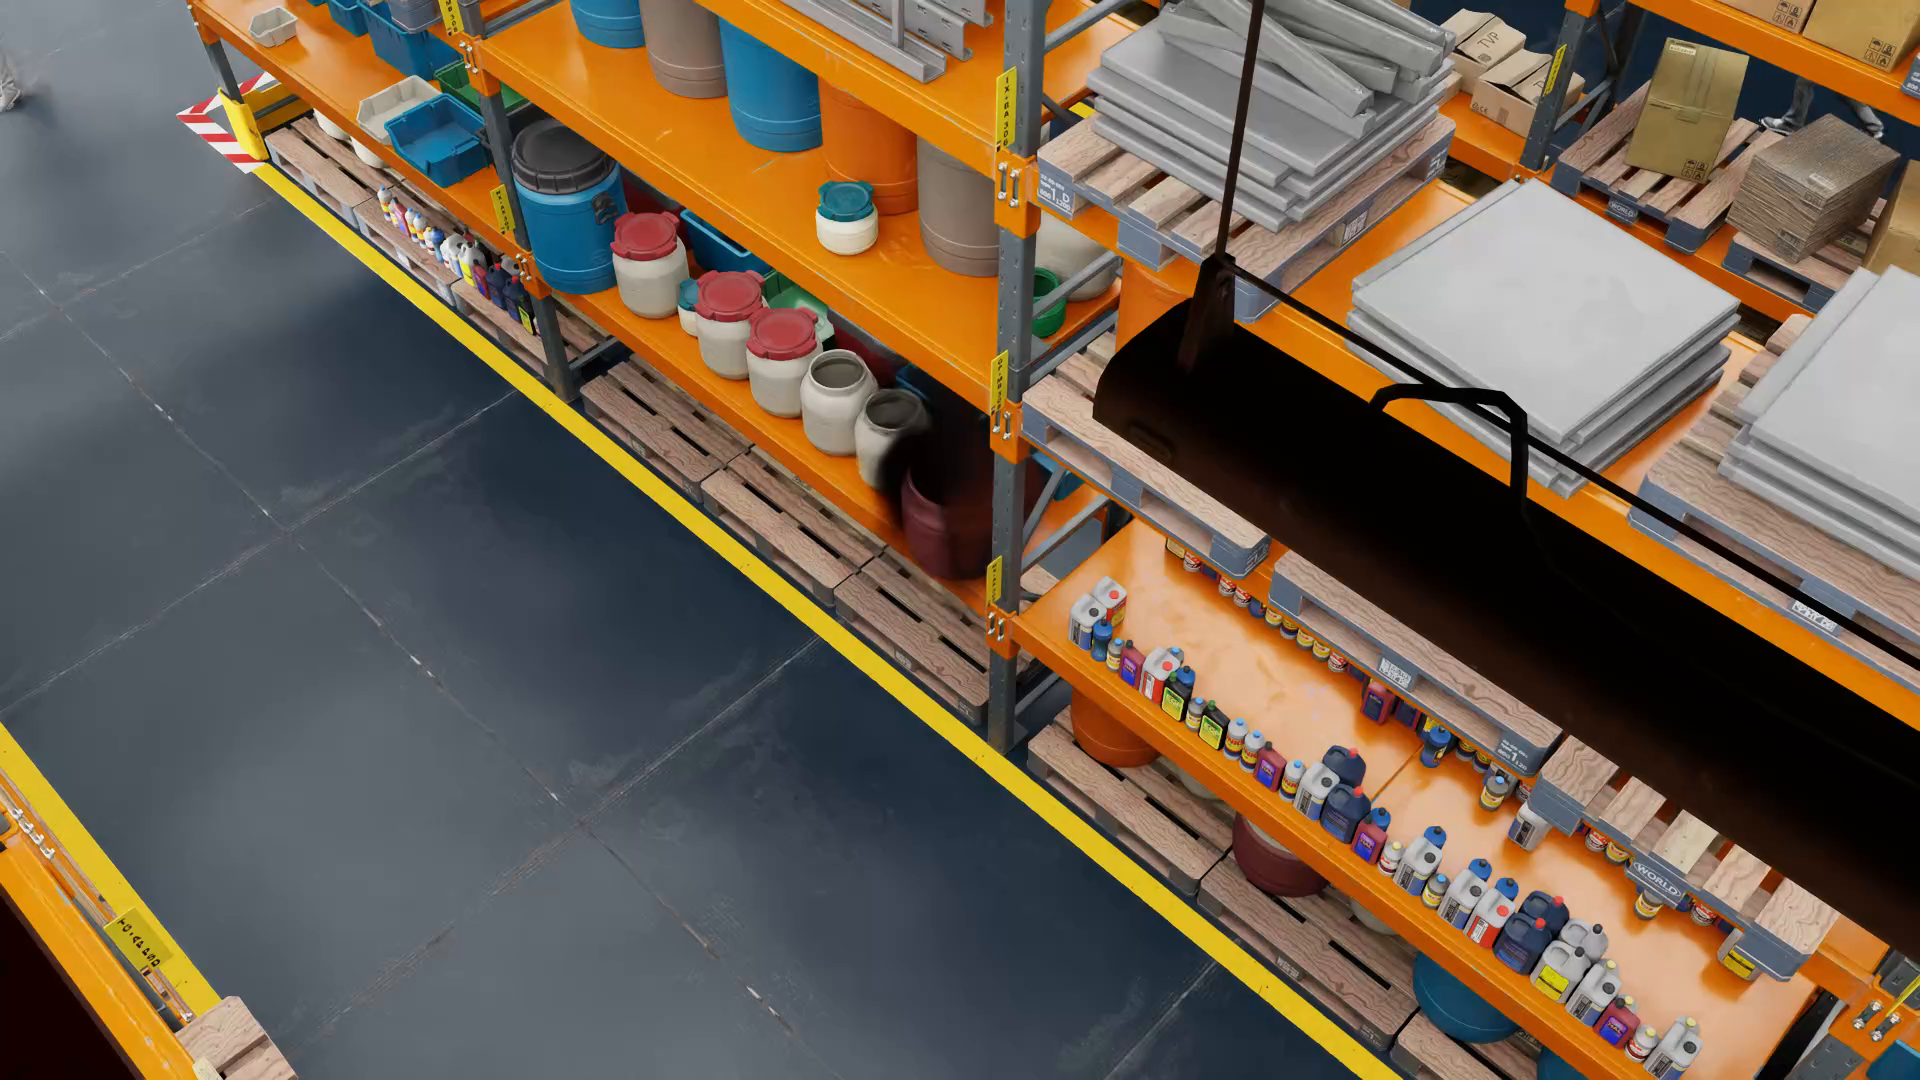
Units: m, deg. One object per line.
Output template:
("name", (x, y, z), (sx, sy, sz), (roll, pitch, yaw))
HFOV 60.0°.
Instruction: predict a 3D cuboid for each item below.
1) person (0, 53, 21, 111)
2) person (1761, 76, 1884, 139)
("person", (-7.791, -4.153, 12.800), (0.566, 1.707, 0.411), (23, 54, 18))
("person", (6.686, -3.624, 12.400), (0.847, 1.542, 0.381), (29, 56, 22))
